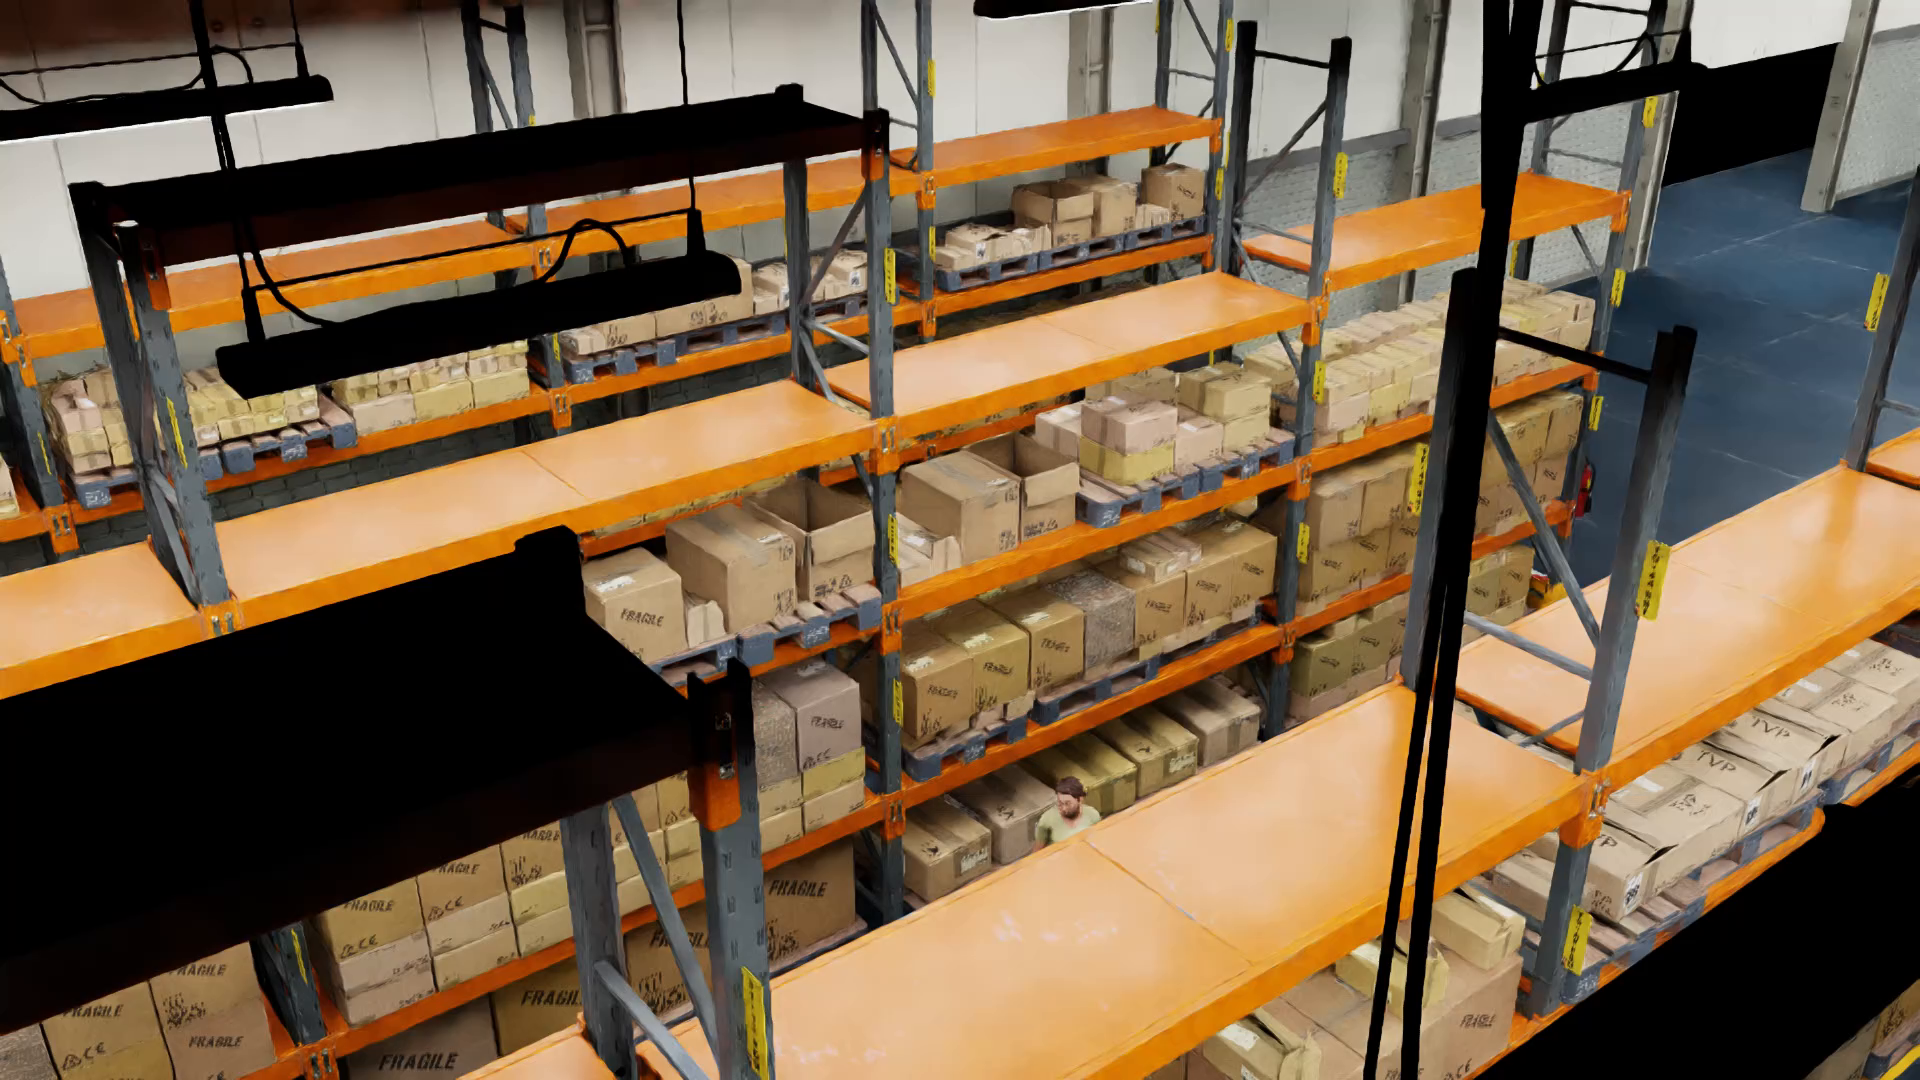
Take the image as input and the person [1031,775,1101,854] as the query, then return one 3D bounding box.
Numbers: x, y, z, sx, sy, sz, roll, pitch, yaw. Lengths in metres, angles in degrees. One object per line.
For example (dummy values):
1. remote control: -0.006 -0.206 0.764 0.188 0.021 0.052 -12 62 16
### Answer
1. person: 0.736 2.346 11.392 0.555 1.662 0.577 -6 27 -12
